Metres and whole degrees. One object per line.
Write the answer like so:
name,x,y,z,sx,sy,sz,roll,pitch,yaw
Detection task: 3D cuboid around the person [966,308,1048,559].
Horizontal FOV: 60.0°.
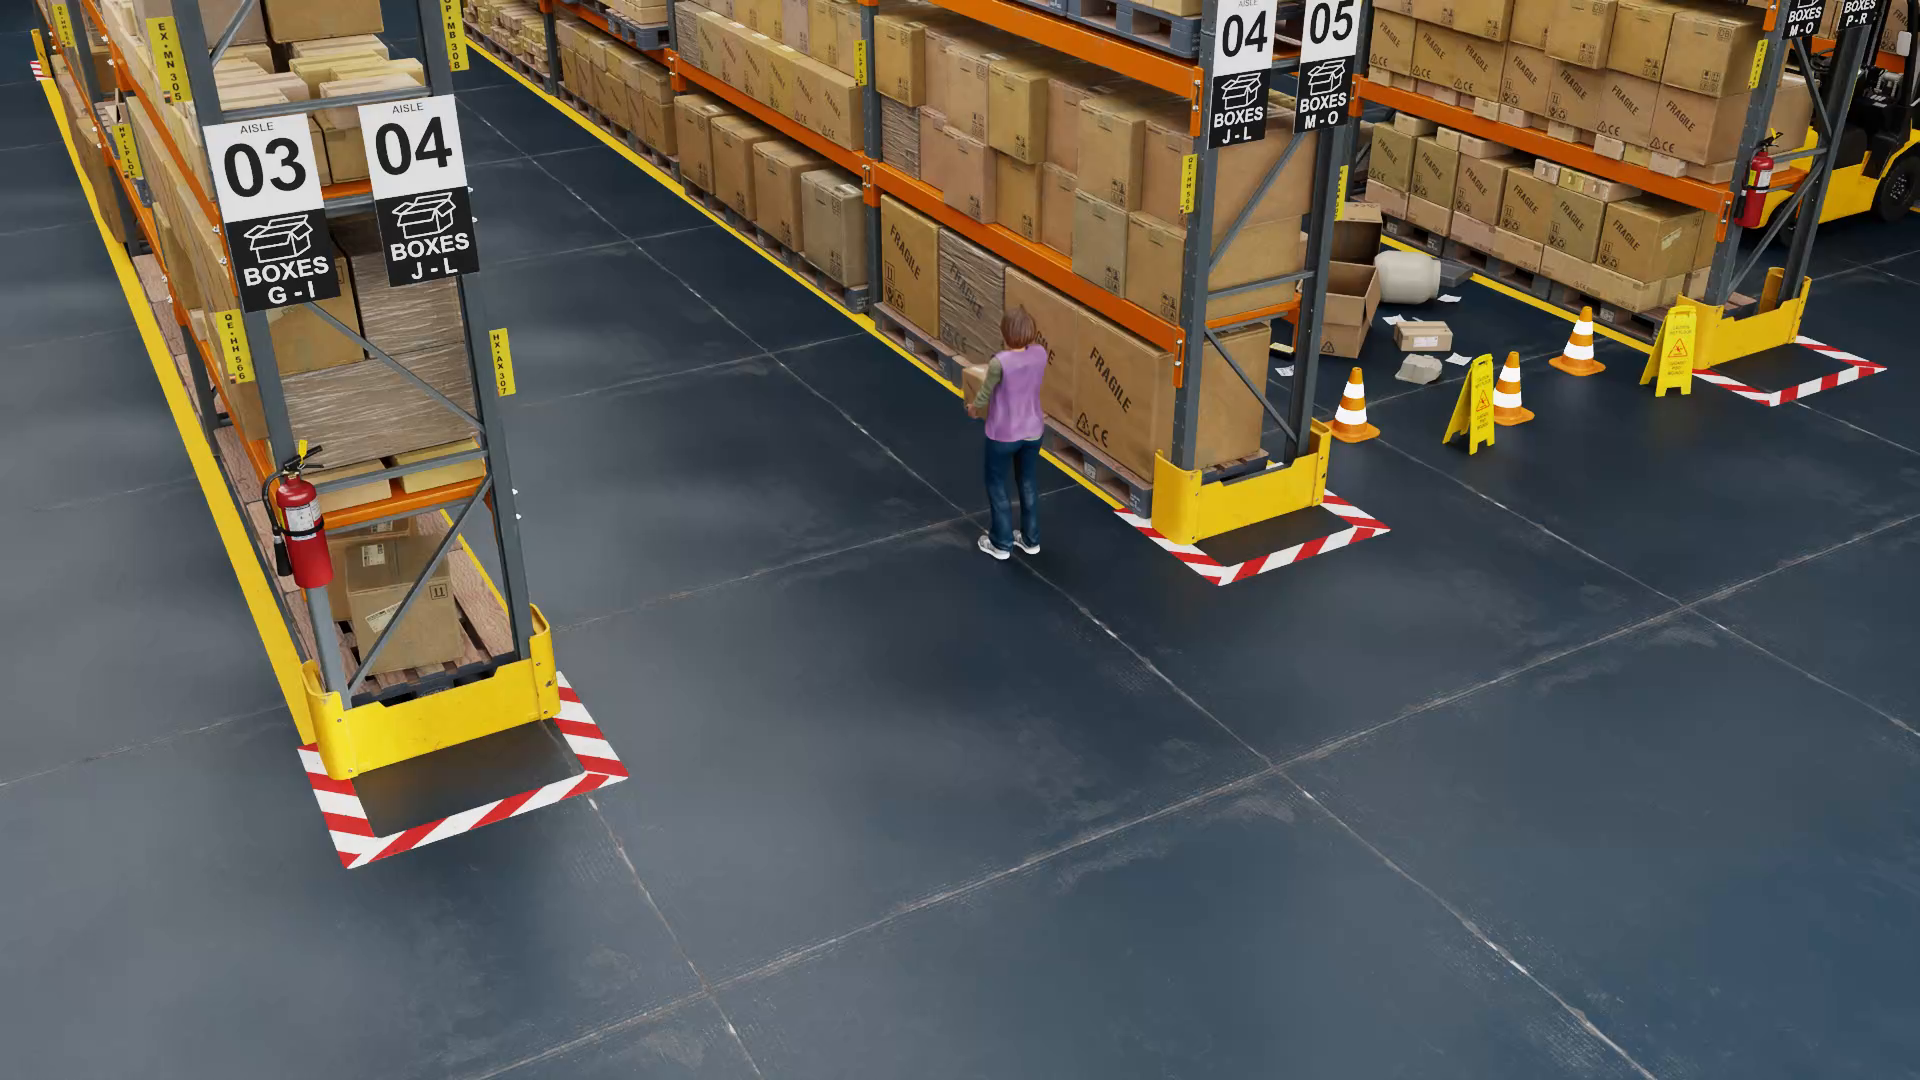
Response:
person,0.272,-0.651,9.721,0.404,1.591,0.495,-15,33,-25
